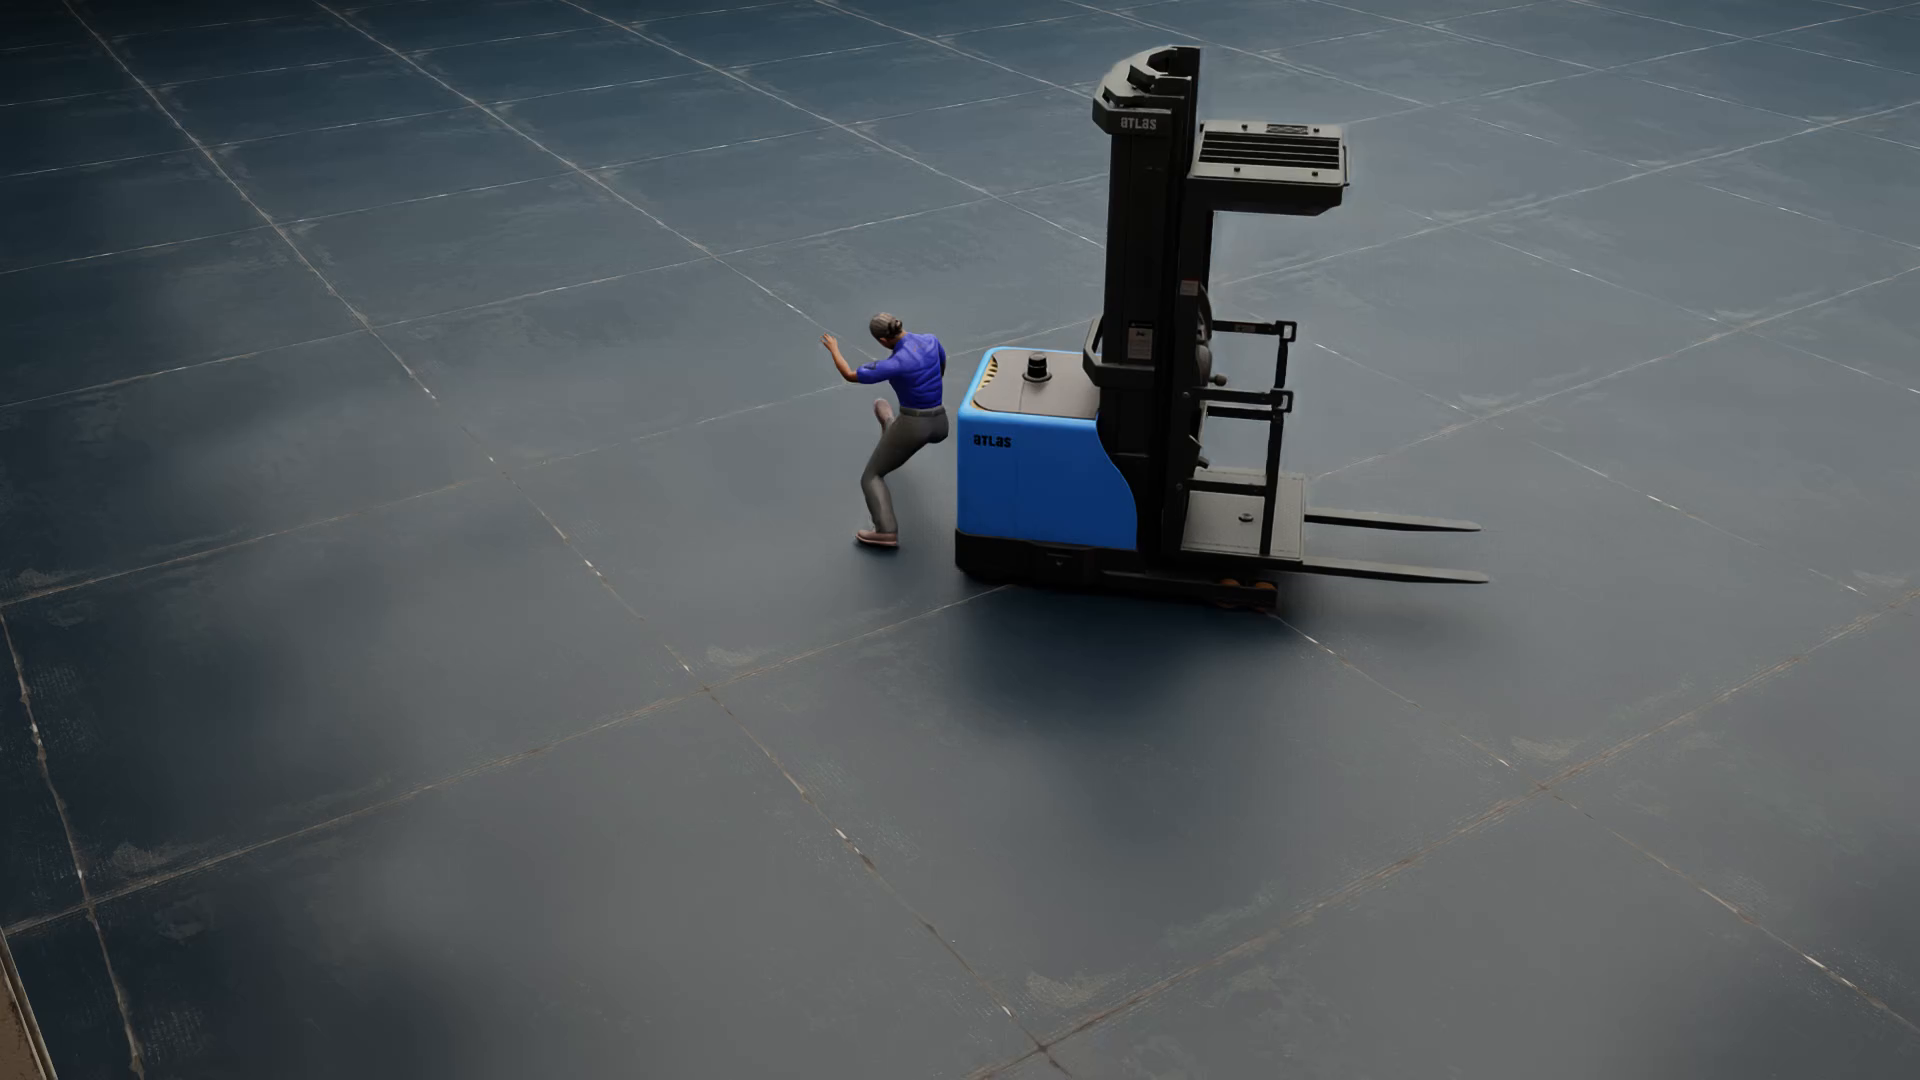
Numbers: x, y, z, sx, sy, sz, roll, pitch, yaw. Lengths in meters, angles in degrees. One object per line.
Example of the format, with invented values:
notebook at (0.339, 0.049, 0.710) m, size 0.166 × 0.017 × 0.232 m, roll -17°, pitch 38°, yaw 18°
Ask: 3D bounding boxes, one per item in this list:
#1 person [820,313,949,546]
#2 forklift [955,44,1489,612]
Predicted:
person at (-0.485, -0.826, 10.332) m, size 0.972 × 1.317 × 1.126 m, roll -24°, pitch 37°, yaw -36°
forklift at (1.540, -1.153, 9.228) m, size 3.031 × 2.935 × 1.130 m, roll 5°, pitch 30°, yaw 10°
